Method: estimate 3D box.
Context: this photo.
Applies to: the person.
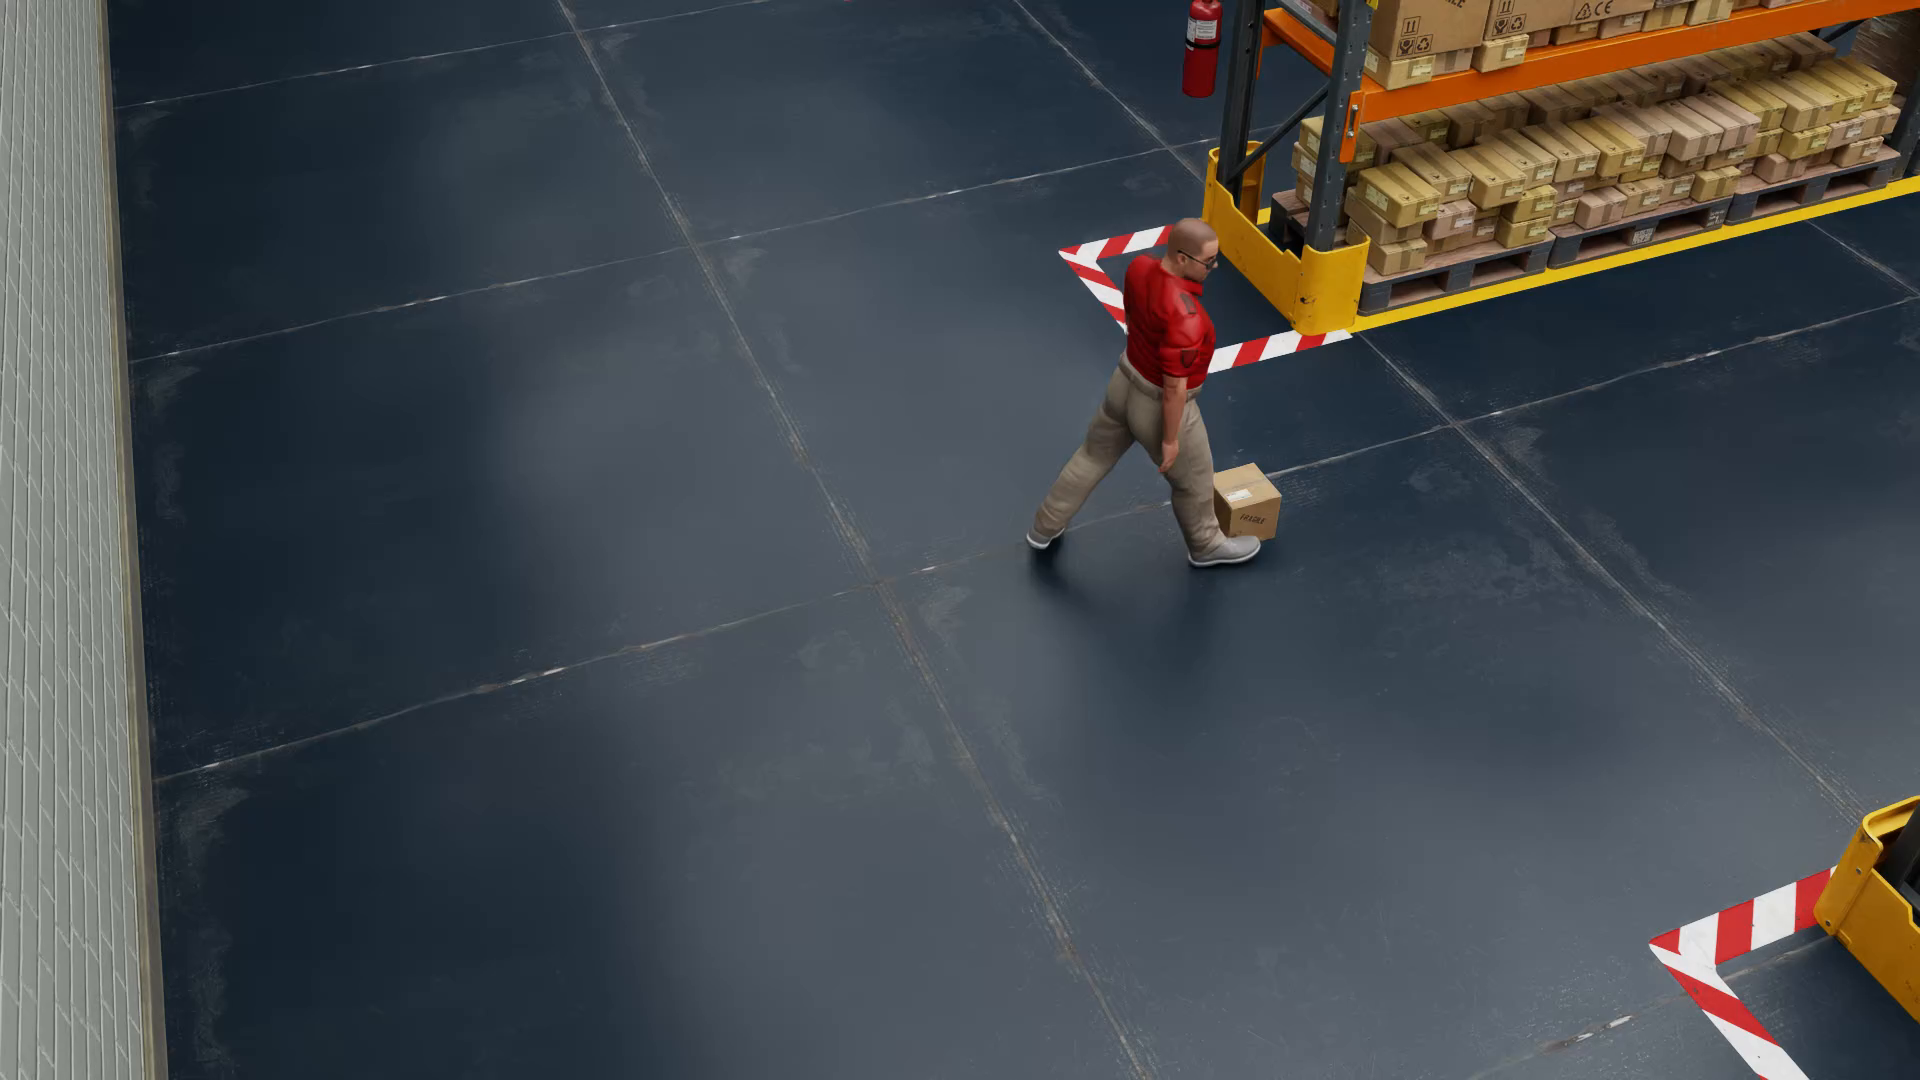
[{"bbox_3d":[0.785,-0.604,6.858,0.949,1.691,0.658,-18,45,-20],"label":"person"}]
